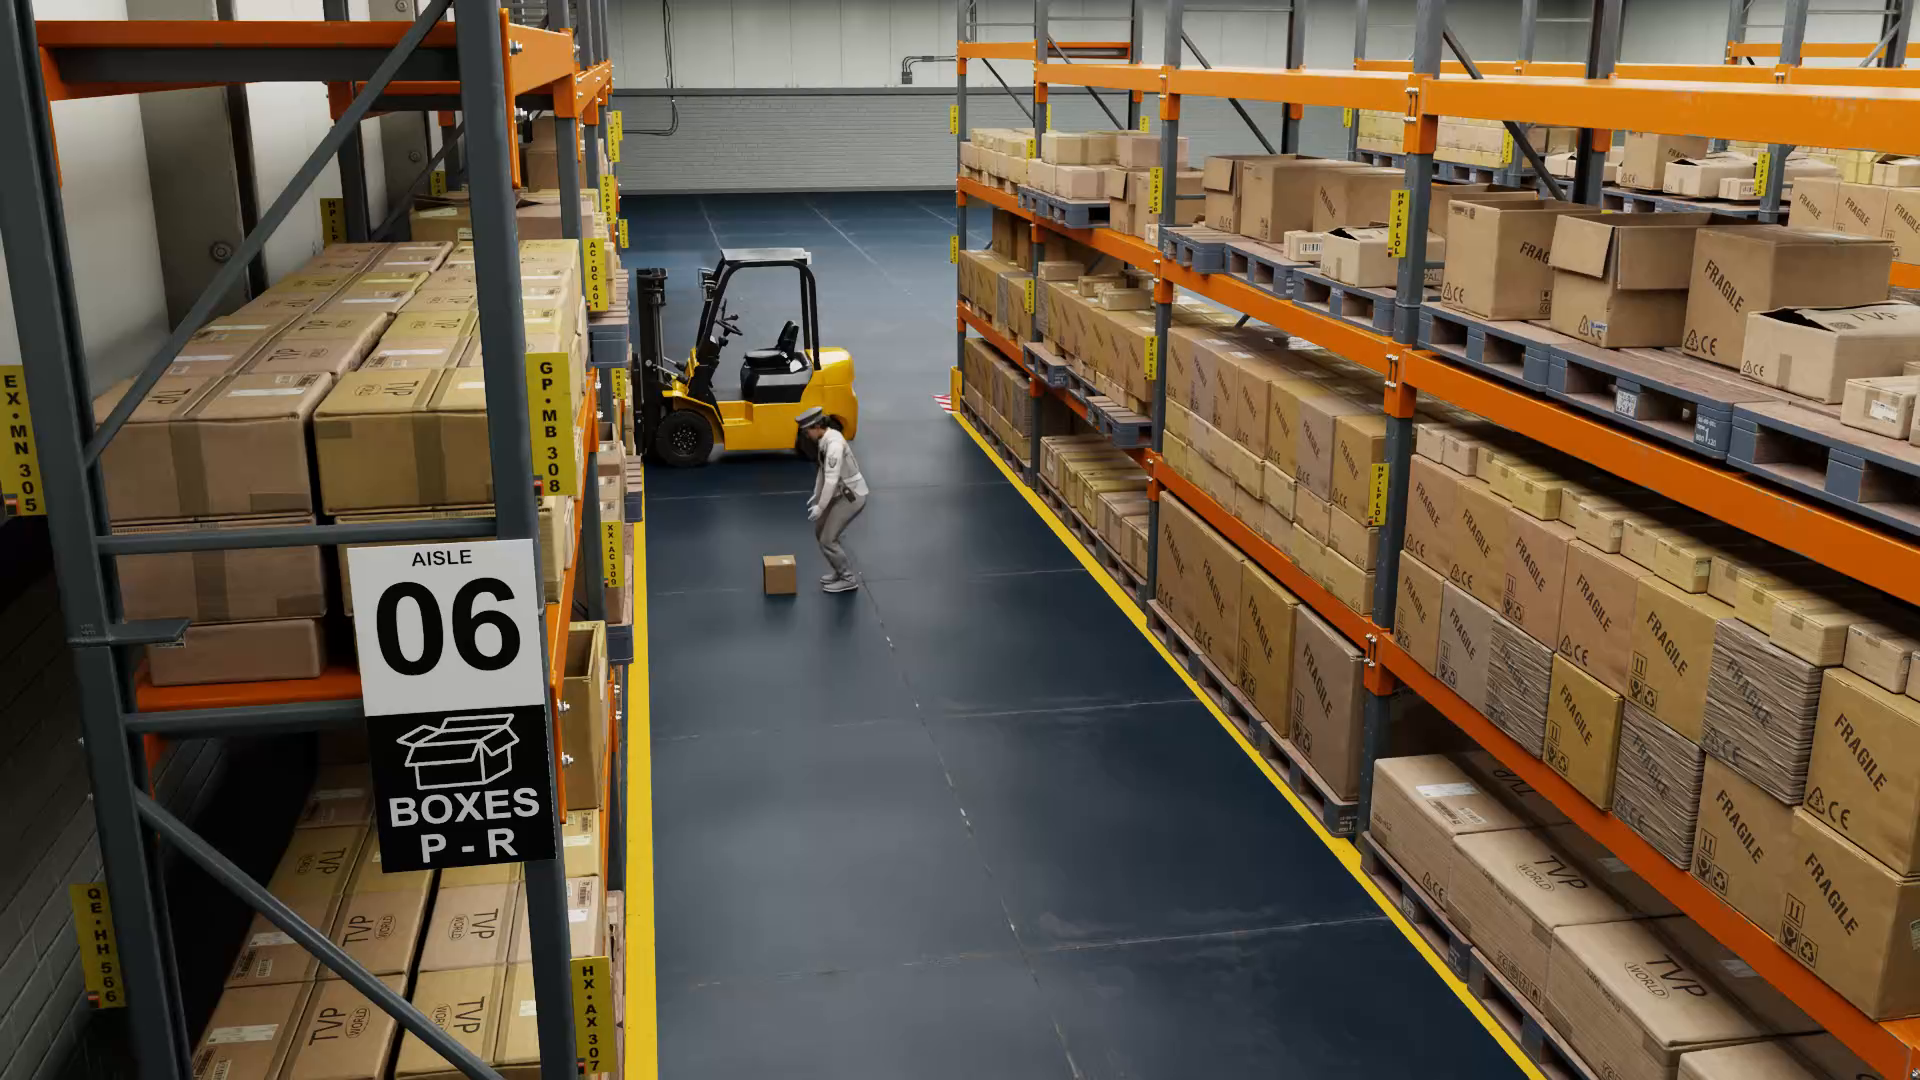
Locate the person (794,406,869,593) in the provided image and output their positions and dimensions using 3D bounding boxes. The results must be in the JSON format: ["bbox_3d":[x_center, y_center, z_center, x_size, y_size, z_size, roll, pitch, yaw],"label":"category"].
[{"bbox_3d":[-1.031,-0.333,13.436,0.591,1.522,0.527,-3,17,-10],"label":"person"}]
